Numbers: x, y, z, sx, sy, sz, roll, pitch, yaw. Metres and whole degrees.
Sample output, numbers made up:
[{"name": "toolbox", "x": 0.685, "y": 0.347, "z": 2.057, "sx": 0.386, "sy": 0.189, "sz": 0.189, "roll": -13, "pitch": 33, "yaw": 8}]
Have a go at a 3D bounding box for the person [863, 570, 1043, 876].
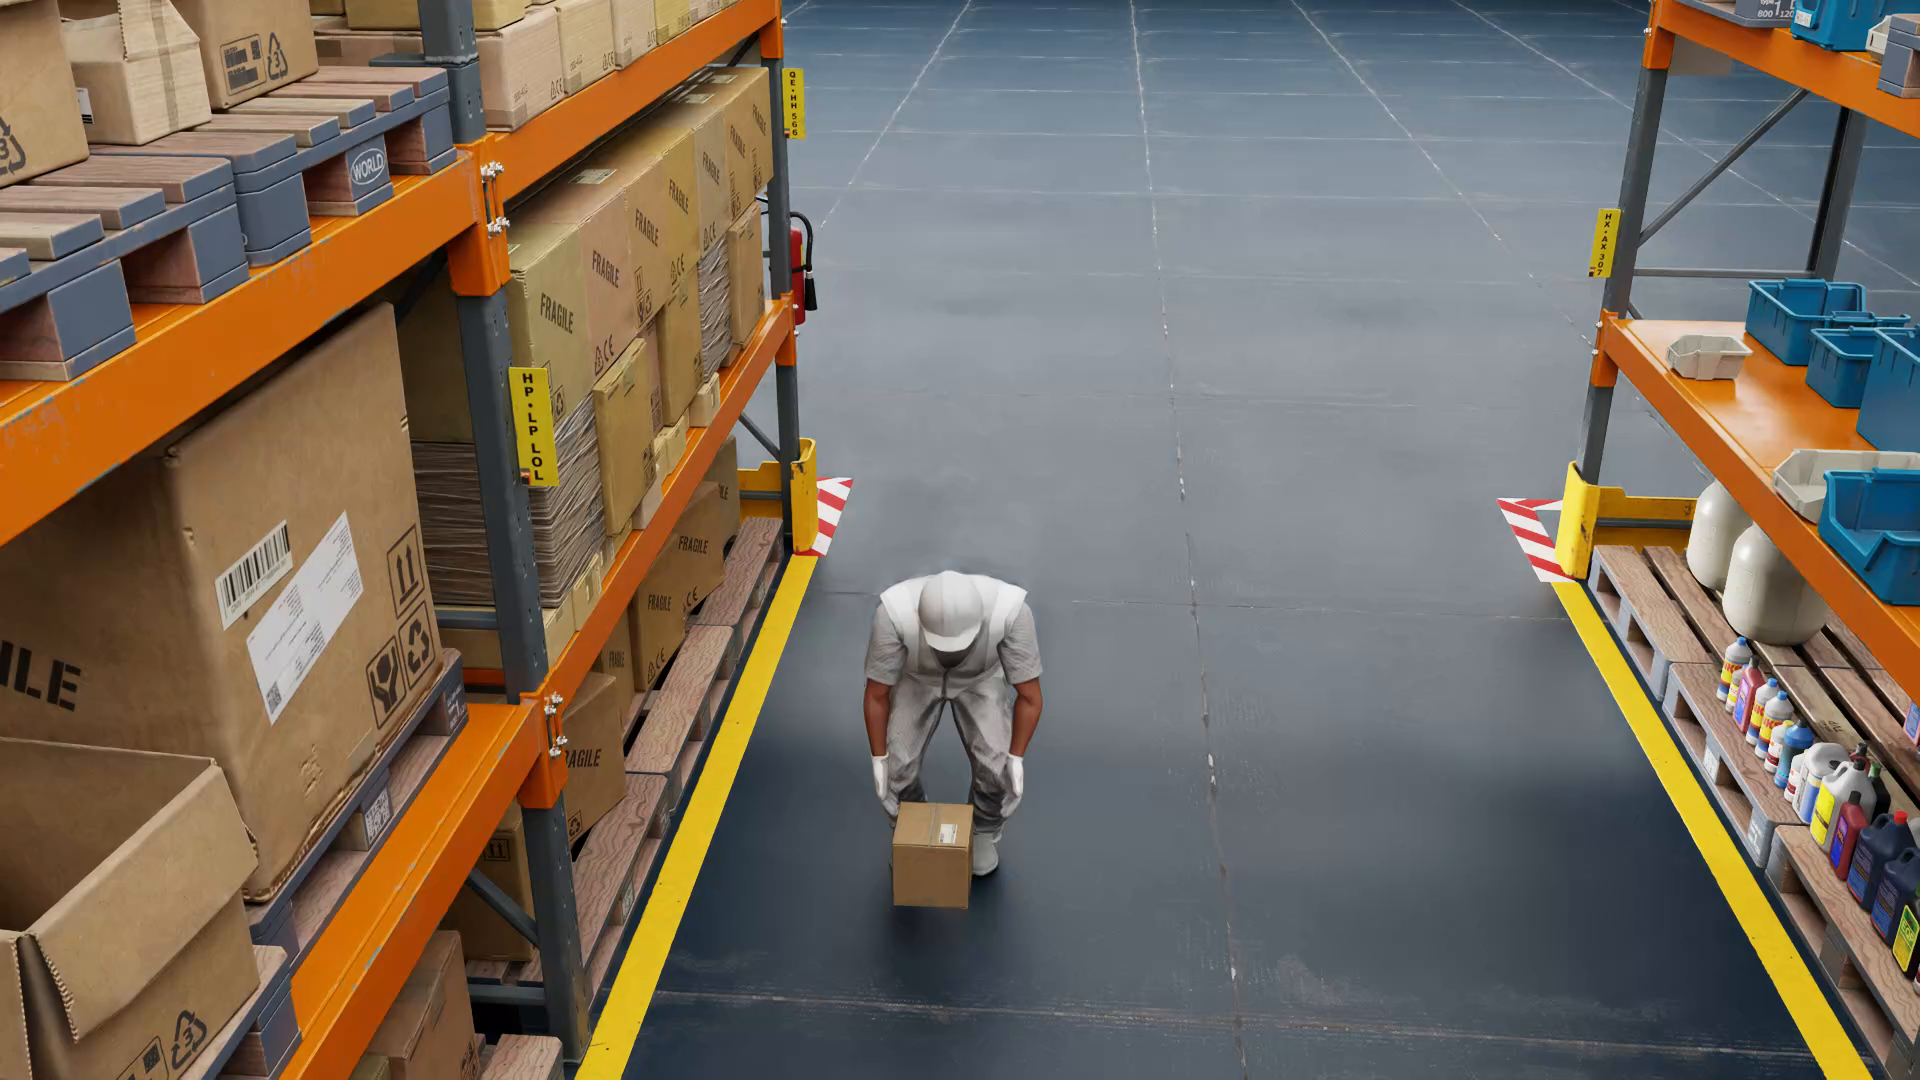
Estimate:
[{"name": "person", "x": -0.012, "y": 0.590, "z": 5.836, "sx": 0.610, "sy": 1.322, "sz": 0.813, "roll": 2, "pitch": 24, "yaw": 4}]
